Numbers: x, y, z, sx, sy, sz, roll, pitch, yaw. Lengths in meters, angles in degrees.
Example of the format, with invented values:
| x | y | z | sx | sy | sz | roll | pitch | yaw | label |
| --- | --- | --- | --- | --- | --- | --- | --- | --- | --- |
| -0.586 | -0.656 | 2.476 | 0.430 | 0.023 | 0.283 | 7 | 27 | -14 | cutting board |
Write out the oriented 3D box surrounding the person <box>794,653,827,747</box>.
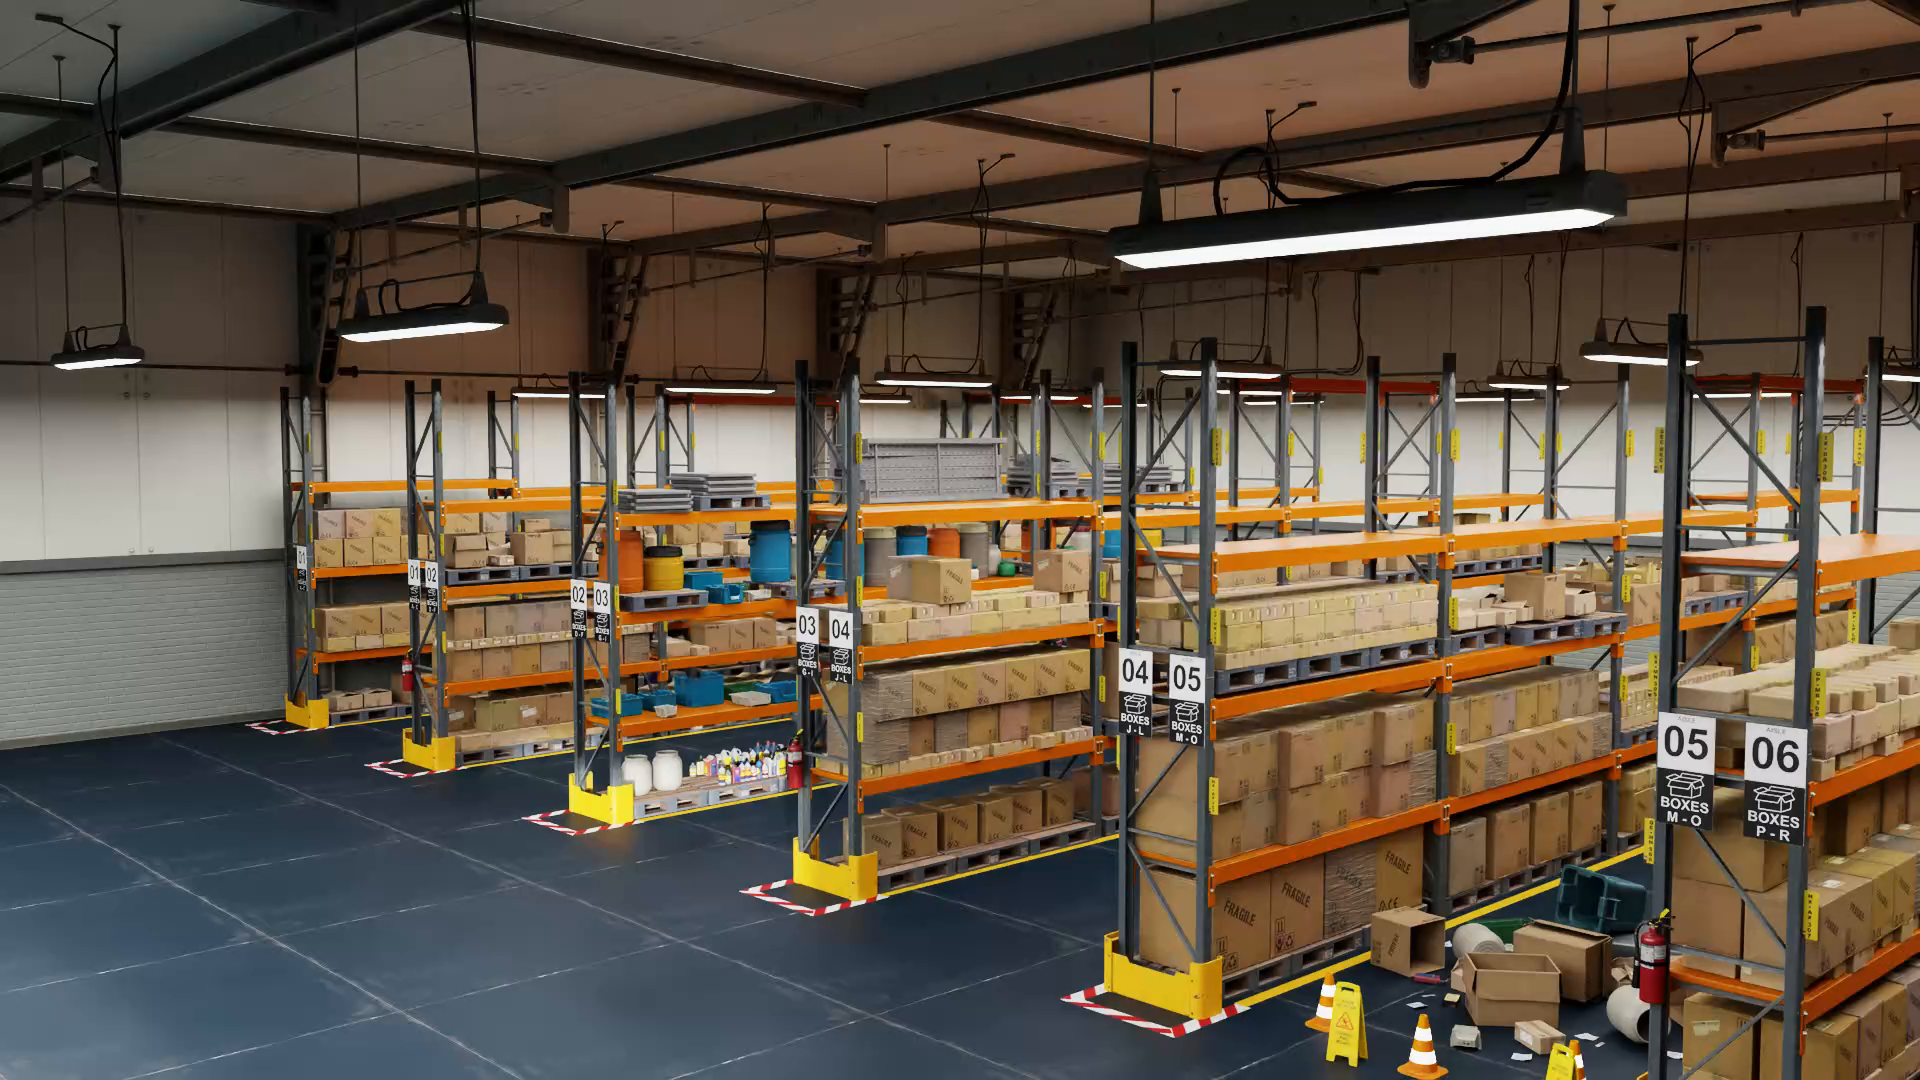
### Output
| x | y | z | sx | sy | sz | roll | pitch | yaw | label |
| --- | --- | --- | --- | --- | --- | --- | --- | --- | --- |
| -2.404 | 2.552 | 27.224 | 0.695 | 1.717 | 0.645 | 3 | 5 | 43 | person |

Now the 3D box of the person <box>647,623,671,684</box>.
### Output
| x | y | z | sx | sy | sz | roll | pitch | yaw | label |
| --- | --- | --- | --- | --- | --- | --- | --- | --- | --- |
| -5.737 | 2.379 | 31.659 | 0.645 | 1.564 | 0.624 | 3 | 5 | 39 | person |

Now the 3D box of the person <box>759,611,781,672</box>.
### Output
| x | y | z | sx | sy | sz | roll | pitch | yaw | label |
| --- | --- | --- | --- | --- | --- | --- | --- | --- | --- |
| -3.739 | 2.212 | 32.192 | 0.686 | 1.819 | 0.924 | 4 | 5 | 45 | person |
